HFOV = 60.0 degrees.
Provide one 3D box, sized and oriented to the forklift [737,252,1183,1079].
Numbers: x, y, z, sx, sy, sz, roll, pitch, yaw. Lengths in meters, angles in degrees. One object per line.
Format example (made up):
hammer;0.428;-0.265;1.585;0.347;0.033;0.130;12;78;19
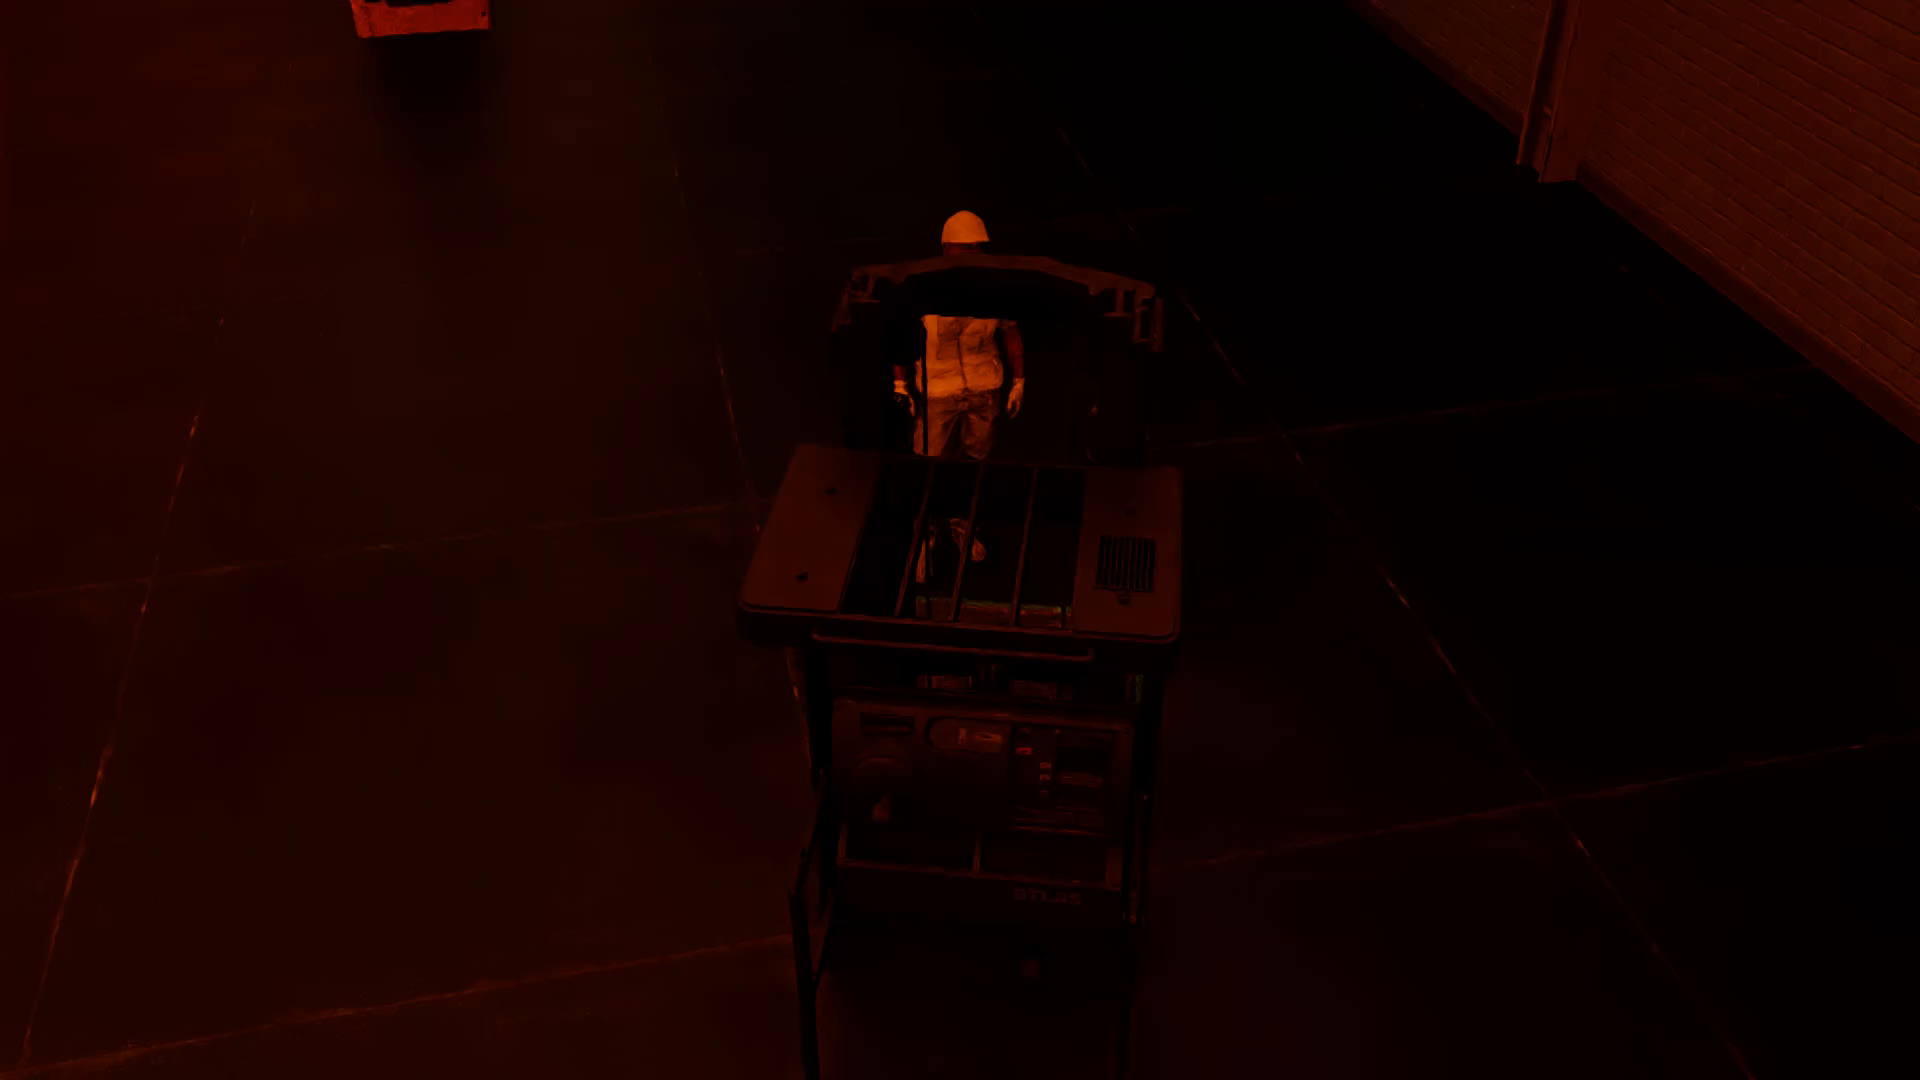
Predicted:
forklift;0.040;0.773;4.976;1.130;2.935;3.031;4;36;6

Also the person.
person;0.009;-0.687;7.976;0.655;1.782;0.576;-8;36;-11
